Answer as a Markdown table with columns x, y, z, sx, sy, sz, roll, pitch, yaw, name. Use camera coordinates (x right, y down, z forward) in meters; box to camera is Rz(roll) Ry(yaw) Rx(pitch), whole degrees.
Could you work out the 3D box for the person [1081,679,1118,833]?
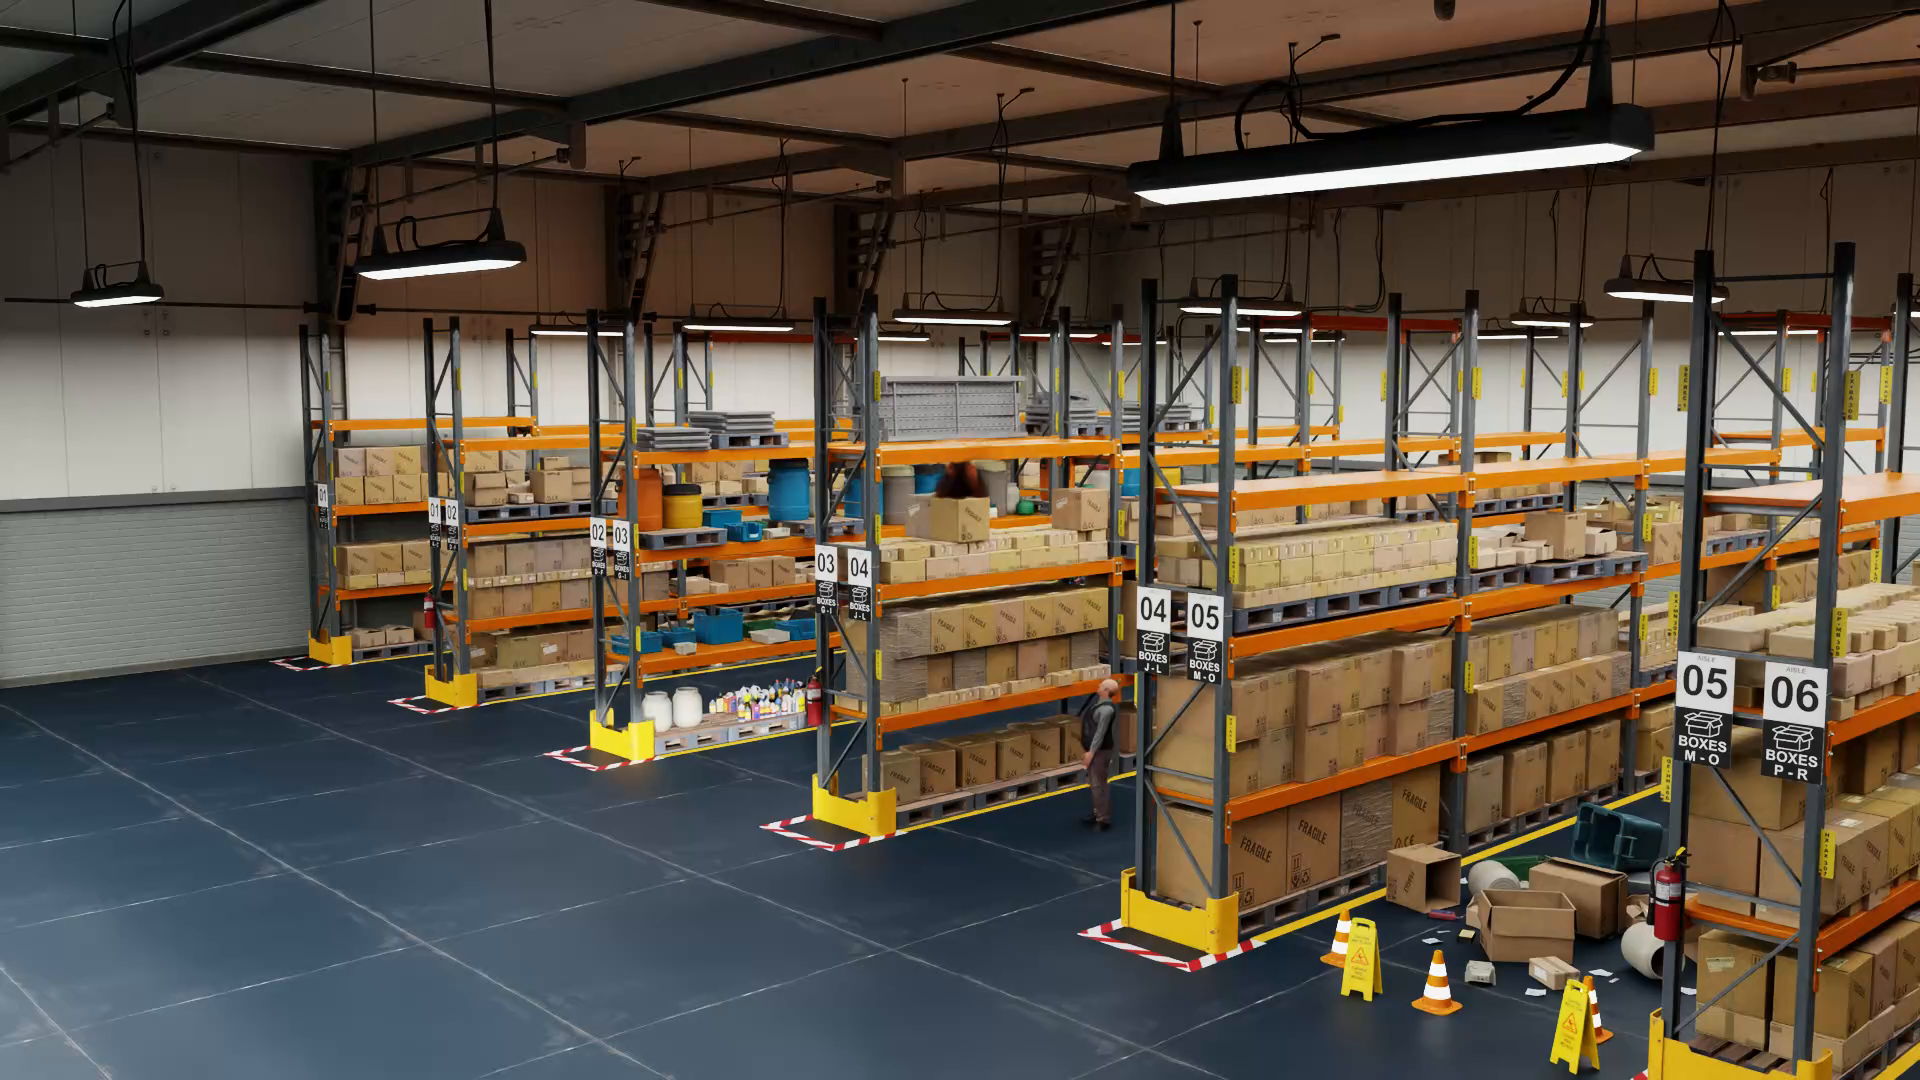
| x | y | z | sx | sy | sz | roll | pitch | yaw | name |
| --- | --- | --- | --- | --- | --- | --- | --- | --- | --- |
| 1.562 | 2.432 | 18.909 | 0.453 | 1.741 | 0.571 | -1 | 6 | -11 | person |
